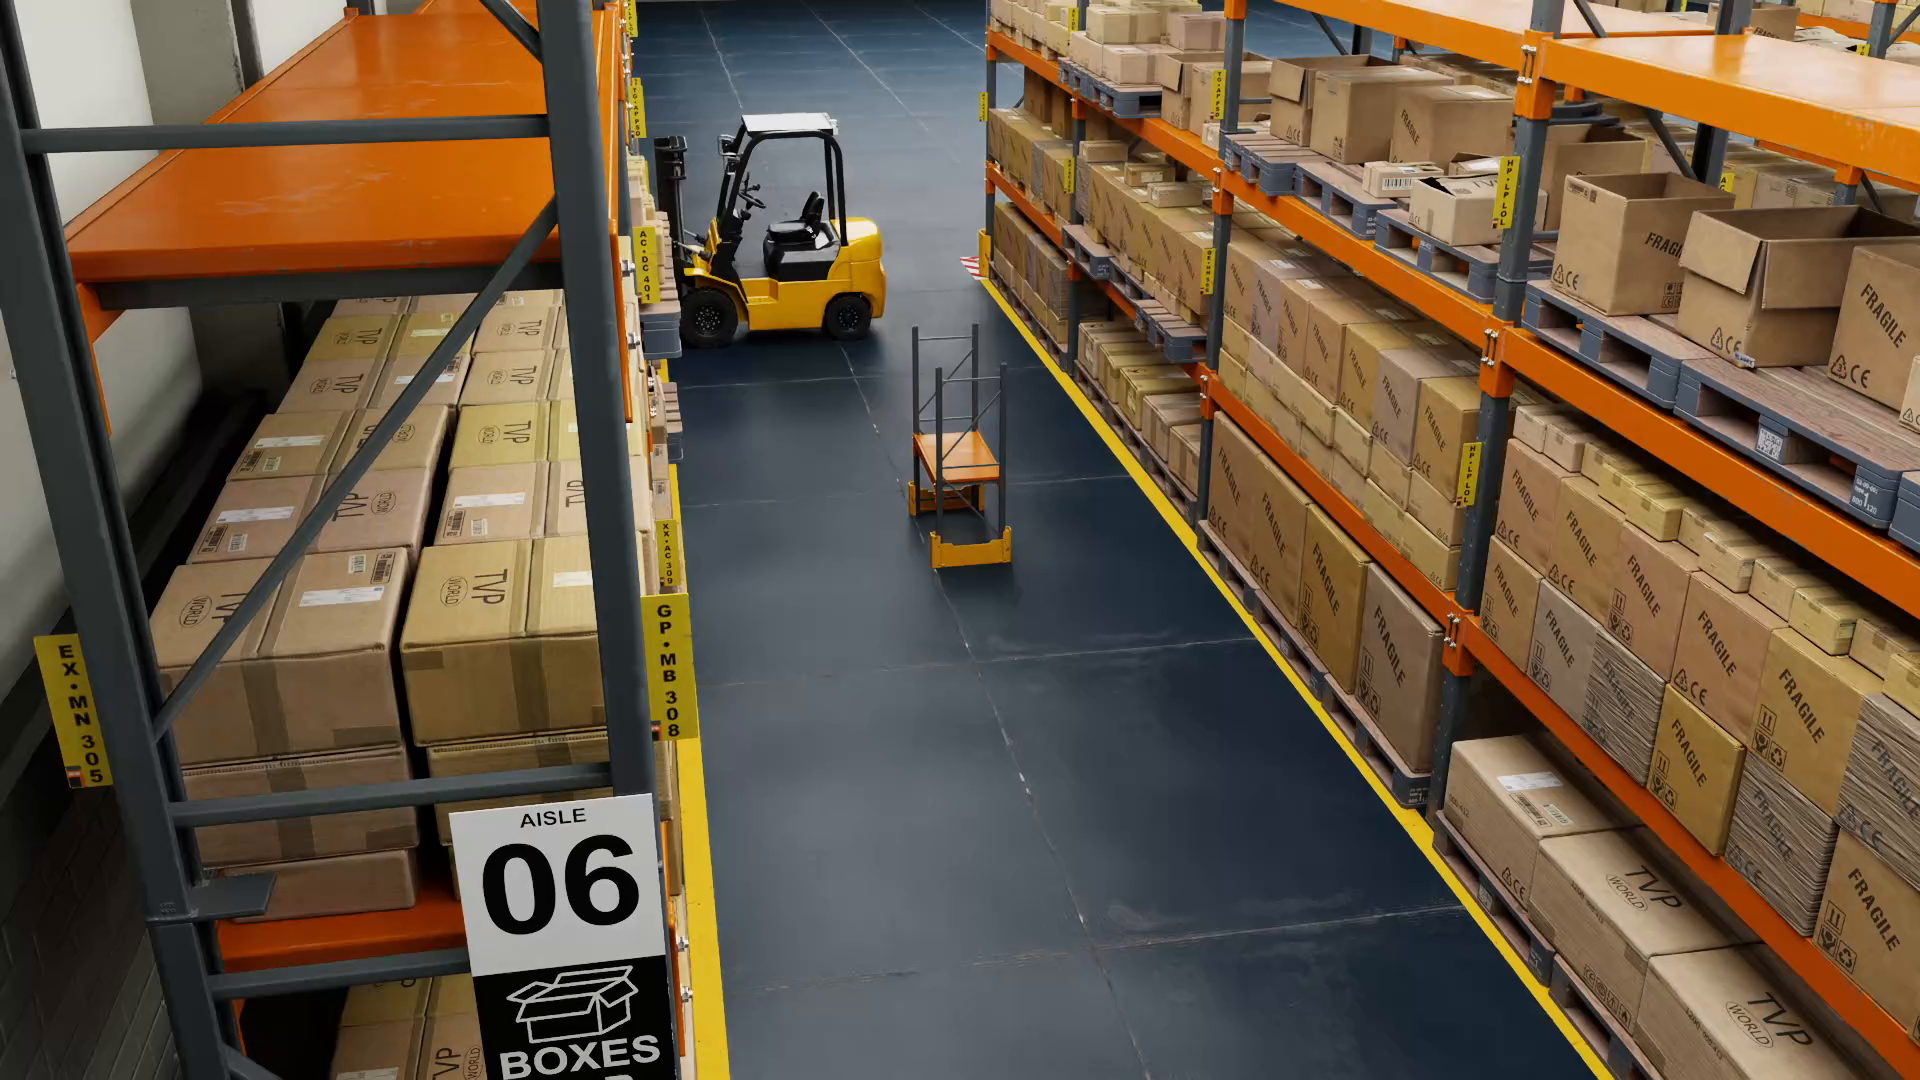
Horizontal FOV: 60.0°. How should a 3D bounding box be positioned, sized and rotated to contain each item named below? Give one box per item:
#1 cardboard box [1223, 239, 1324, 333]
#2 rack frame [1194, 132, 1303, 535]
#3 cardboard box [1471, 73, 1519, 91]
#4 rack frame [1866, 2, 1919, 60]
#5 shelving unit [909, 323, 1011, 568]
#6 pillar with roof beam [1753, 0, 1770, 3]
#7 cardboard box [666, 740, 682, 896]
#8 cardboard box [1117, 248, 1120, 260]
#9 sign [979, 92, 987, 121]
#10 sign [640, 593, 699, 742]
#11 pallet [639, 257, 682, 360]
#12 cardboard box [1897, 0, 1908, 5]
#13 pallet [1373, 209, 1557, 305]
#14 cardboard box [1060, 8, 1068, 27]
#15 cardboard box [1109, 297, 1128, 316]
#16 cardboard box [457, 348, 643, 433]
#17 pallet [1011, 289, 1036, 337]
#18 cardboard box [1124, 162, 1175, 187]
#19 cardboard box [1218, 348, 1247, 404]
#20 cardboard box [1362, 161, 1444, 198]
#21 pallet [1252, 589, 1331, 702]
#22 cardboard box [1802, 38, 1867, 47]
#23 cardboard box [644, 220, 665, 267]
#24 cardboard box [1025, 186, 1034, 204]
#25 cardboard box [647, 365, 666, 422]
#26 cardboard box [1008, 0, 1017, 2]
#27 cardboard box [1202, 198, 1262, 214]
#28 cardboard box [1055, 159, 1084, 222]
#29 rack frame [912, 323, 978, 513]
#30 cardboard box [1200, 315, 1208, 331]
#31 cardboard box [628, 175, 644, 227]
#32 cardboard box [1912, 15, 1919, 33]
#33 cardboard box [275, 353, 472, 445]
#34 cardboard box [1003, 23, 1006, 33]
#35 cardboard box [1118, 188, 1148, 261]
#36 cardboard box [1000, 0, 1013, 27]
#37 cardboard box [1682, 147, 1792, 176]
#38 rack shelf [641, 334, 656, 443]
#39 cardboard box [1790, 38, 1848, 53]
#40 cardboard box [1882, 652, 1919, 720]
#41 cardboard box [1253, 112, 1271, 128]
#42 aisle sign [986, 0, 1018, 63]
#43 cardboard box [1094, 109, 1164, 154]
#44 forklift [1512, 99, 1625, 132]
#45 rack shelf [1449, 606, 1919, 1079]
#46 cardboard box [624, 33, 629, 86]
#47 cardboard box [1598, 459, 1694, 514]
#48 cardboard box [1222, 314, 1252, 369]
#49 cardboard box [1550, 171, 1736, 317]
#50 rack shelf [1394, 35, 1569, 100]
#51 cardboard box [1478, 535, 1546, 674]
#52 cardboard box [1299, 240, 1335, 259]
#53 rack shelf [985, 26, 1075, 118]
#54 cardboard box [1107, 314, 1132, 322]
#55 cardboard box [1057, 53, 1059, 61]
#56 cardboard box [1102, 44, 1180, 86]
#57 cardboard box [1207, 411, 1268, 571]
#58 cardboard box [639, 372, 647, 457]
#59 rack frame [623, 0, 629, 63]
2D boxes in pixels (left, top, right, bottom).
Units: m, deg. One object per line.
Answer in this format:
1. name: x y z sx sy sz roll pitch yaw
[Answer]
1. cardboard box: 2.134 -1.735 11.344 0.500 0.500 0.500 -5 24 -12
2. rack frame: 2.283 -1.443 12.050 1.000 3.000 0.127 -4 24 -10
3. cardboard box: 6.068 -4.772 18.135 0.875 0.550 0.500 -4 24 -10
4. rack frame: 7.129 -4.599 11.779 1.000 3.000 0.127 -4 24 -10
5. shelving unit: -0.014 -0.717 12.261 0.587 1.500 1.083 -4 24 -10
6. pillar with roof beam: 17.457 -18.083 42.652 9.100 9.000 0.400 -4 24 -10
7. cardboard box: -1.212 0.873 5.626 0.500 0.500 0.500 -4 24 -8
8. cardboard box: 1.550 -2.447 14.136 0.380 0.149 0.250 -4 24 -9
9. sign: 0.270 -4.947 18.989 0.100 0.325 0.005 -4 24 -10
10. sign: -0.582 0.257 3.317 0.100 0.325 0.005 -4 24 -10
11. pallet: -1.906 -1.051 7.639 1.213 0.211 1.003 -4 24 -10
12. cardboard box: 10.665 -6.078 18.602 0.380 0.149 0.250 -5 24 -10
13. pallet: 2.805 -1.514 8.702 0.805 0.209 1.217 -5 24 -12
14. cardboard box: 1.147 -4.847 15.412 0.380 0.149 0.250 -5 24 -11
15. cardboard box: 1.700 -2.545 16.545 0.500 0.500 0.500 -3 24 -7
16. cardboard box: -1.236 -0.390 5.081 0.500 0.250 0.500 -4 24 -8
17. pallet: 1.155 -2.481 17.910 1.003 0.211 1.213 -4 24 -10
18. cardboard box: 1.585 -3.058 13.914 0.380 0.149 0.250 -3 24 -7
19. cardboard box: 2.126 -1.164 11.596 0.500 0.250 0.500 -5 24 -11
20. cardboard box: 2.526 -2.063 9.487 0.380 0.166 0.250 -2 24 -5
21. pallet: 2.577 0.629 10.788 1.003 0.211 1.213 -4 24 -10
22. cardboard box: 7.119 -3.892 13.445 0.500 0.250 0.500 -4 24 -8
23. cardboard box: -1.479 -1.285 7.232 0.380 0.149 0.250 -4 24 -8
24. cardboard box: 0.892 -3.606 17.316 0.380 0.149 0.250 -4 24 -9
25. cardboard box: -2.111 -0.686 9.662 0.797 0.503 0.637 -5 24 -11
26. cardboard box: 0.690 -5.755 17.491 0.380 0.149 0.250 -4 24 -10
27. cardboard box: 2.219 -2.425 13.276 0.500 0.500 0.500 -4 24 -9
28. cardboard box: 1.217 -3.355 15.930 0.500 0.500 0.500 -5 24 -11
29. rack frame: -0.110 -0.921 12.727 0.500 1.500 0.032 -4 24 -10
30. cardboard box: 1.991 -1.632 12.271 0.380 0.149 0.250 -3 24 -8
31. cardboard box: -1.567 -1.469 7.136 0.396 0.266 0.258 -5 24 -10
32. cardboard box: 10.756 -5.622 18.057 0.500 0.250 0.500 -4 24 -10
33. cardboard box: -1.739 -0.359 5.009 0.500 0.250 0.500 -4 24 -10
34. cardboard box: 0.682 -5.598 18.129 0.380 0.149 0.250 -5 24 -11
35. cardboard box: 1.625 -2.592 13.658 0.500 0.500 0.500 -5 24 -12
36. cardboard box: 0.718 -5.616 17.671 0.500 0.250 0.500 -5 24 -11
37. cardboard box: 6.769 -3.132 14.542 0.700 0.500 0.500 -5 24 -10
38. rack shelf: -2.225 -1.333 8.947 1.077 0.370 4.000 -4 24 -10
39. cardboard box: 6.641 -3.810 13.183 0.500 0.311 0.500 -4 24 -10
40. cardboard box: 3.292 0.480 5.461 0.380 0.149 0.250 -4 24 -9
41. cardboard box: 2.345 -2.993 12.018 0.396 0.266 0.258 -4 24 -10
42. aisle sign: 0.488 -5.783 18.737 0.394 0.787 0.004 -4 24 -10
43. cardboard box: 1.675 -3.846 15.805 0.700 0.500 0.500 -5 24 -10
44. forklift: 4.561 -2.240 13.960 1.130 2.935 3.031 -4 24 -9
45. rack shelf: 3.392 1.246 6.790 1.077 0.370 4.000 -4 24 -10
46. cardboard box: -2.677 -3.437 12.091 0.500 0.500 0.500 -4 24 -8
47. cardboard box: 2.964 -0.229 7.083 0.380 0.149 0.250 -4 24 -10
48. cardboard box: 2.134 -1.386 11.481 0.500 0.250 0.500 -4 24 -10
49. cardboard box: 2.925 -1.282 7.157 0.500 0.500 0.500 -4 24 -9
50. rack shelf: 6.020 -5.254 17.927 1.077 0.370 4.000 -4 24 -10
51. cardboard box: 2.852 0.288 7.960 0.500 0.500 0.500 -4 24 -8
52. cardboard box: 2.636 -1.763 11.408 0.500 0.500 0.500 -5 24 -11
53. rack shelf: 1.174 -4.848 16.997 1.077 0.370 4.000 -4 24 -10
54. cardboard box: 1.700 -2.201 16.695 0.500 0.250 0.500 -5 24 -12
55. cardboard box: 1.154 -4.686 16.039 0.380 0.149 0.250 -5 24 -12
56. cardboard box: 1.467 -3.860 13.497 0.500 0.250 0.500 -5 24 -10
57. cardboard box: 2.329 -0.384 11.755 0.875 0.875 0.875 -5 24 -10
58. cardboard box: -1.330 -0.366 5.651 0.500 0.250 0.500 -4 24 -9
59. rack frame: -3.334 -5.397 13.607 1.000 3.000 0.127 -4 24 -10
